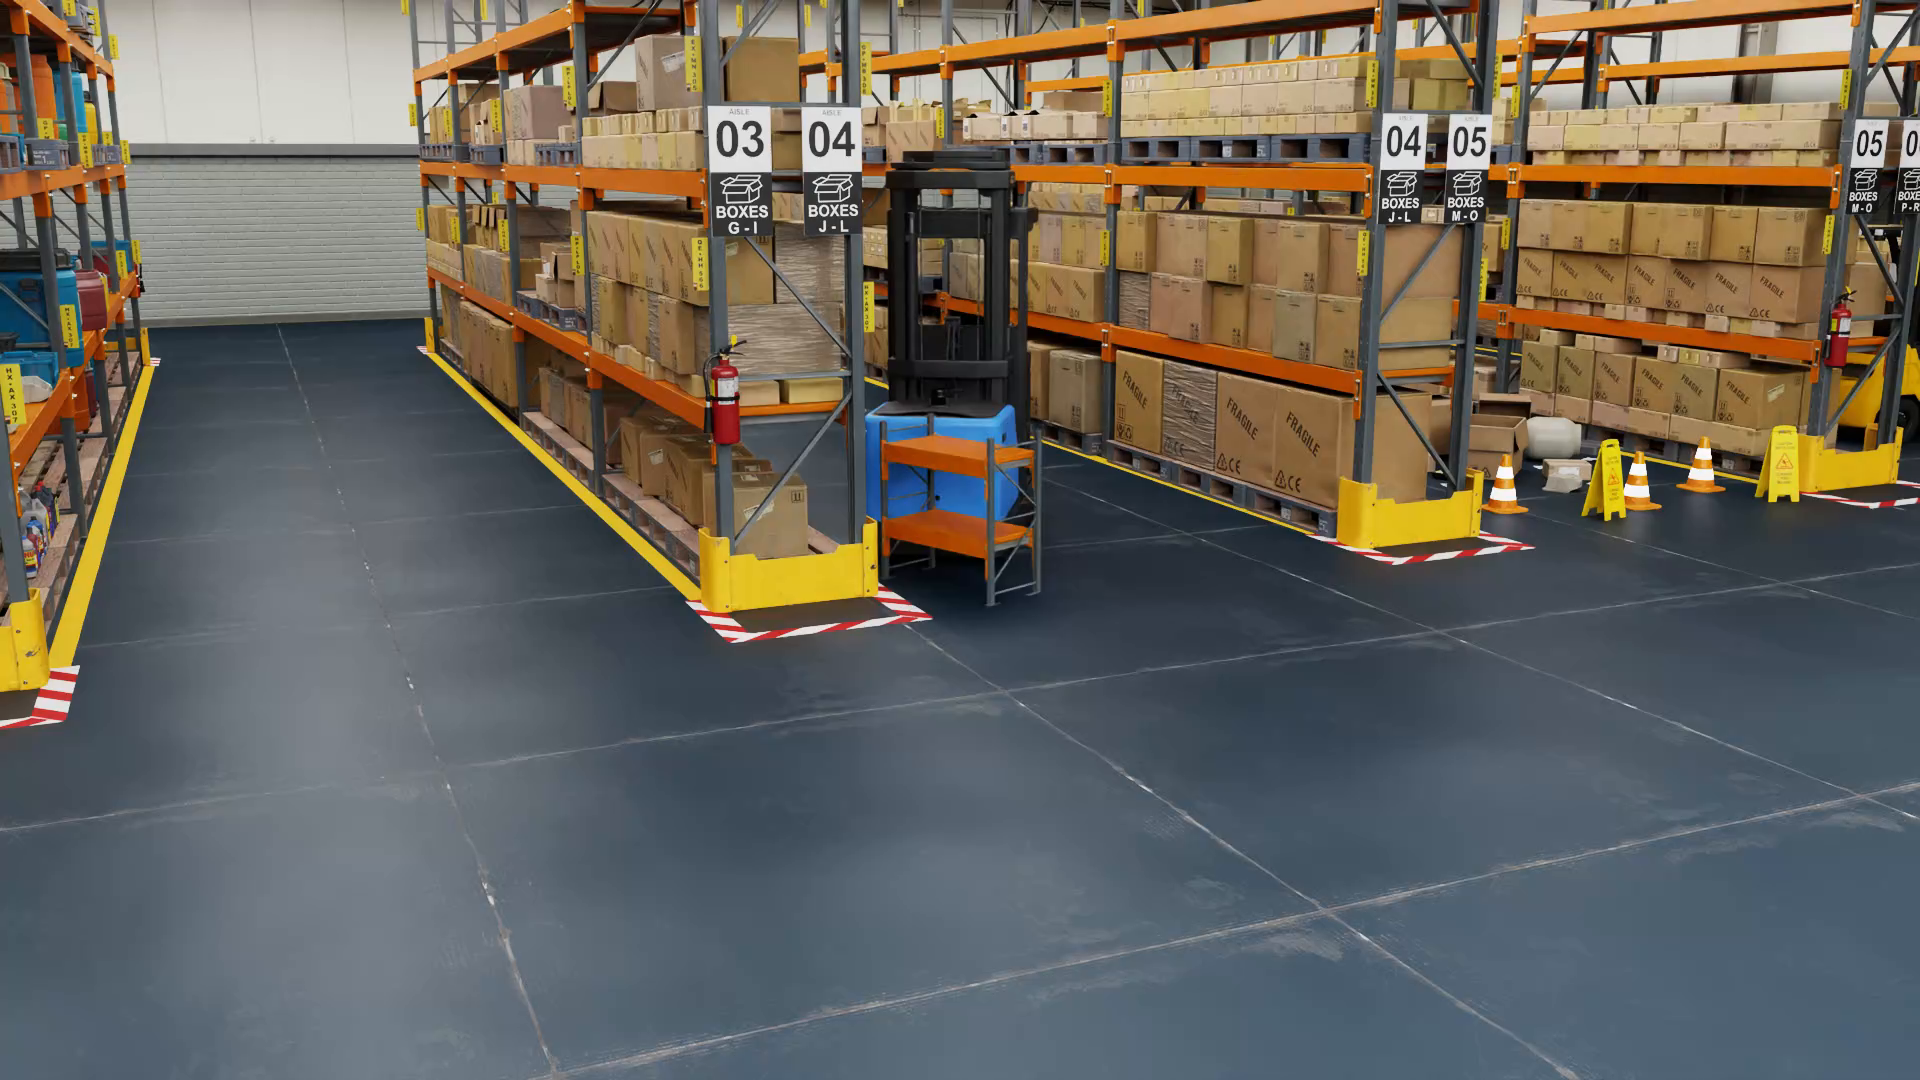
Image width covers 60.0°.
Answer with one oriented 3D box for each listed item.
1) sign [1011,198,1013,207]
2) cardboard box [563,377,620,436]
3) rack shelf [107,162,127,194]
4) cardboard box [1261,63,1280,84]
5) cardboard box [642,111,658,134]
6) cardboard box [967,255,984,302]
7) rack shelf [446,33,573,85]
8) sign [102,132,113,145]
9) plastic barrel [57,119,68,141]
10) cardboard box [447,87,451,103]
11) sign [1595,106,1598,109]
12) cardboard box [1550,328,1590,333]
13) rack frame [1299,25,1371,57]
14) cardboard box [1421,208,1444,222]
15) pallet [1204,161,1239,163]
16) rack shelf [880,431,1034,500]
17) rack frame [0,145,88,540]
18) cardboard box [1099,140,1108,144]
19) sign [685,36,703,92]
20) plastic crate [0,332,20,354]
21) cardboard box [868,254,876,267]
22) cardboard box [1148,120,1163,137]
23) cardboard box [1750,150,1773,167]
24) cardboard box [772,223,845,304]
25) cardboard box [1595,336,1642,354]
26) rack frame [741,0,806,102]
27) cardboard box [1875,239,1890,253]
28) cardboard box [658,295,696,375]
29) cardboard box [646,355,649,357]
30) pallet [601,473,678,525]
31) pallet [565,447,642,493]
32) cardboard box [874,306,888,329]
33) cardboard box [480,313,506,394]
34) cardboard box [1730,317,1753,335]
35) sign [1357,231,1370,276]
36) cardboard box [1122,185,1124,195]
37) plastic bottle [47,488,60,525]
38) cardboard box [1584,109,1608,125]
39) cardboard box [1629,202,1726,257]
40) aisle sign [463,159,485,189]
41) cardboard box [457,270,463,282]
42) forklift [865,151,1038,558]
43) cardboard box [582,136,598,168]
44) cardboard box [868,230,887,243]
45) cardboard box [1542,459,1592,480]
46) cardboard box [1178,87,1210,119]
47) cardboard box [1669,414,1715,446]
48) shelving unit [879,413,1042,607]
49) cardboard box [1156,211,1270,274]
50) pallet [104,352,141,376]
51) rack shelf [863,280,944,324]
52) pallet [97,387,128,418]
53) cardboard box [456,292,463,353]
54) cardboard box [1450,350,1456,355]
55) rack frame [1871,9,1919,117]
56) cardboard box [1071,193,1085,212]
[{"bbox_3d":[1.133,-7.018,34.707,0.339,0.242,0.001,-6,14,-23],"label":"sign"},{"bbox_3d":[-3.558,-1.337,16.563,0.700,0.500,0.500,-4,14,-18],"label":"cardboard box"},{"bbox_3d":[-11.254,-4.610,21.080,1.077,0.370,4.000,-6,14,-23],"label":"rack shelf"},{"bbox_3d":[2.627,-3.711,13.235,0.380,0.149,0.250,-6,14,-23],"label":"cardboard box"},{"bbox_3d":[-2.019,-2.936,11.697,0.380,0.149,0.250,-6,15,-26],"label":"cardboard box"},{"bbox_3d":[0.412,-2.961,18.790,0.500,0.500,0.500,-6,14,-24],"label":"cardboard box"},{"bbox_3d":[-5.113,-5.498,19.150,1.077,0.370,4.000,-6,14,-23],"label":"rack shelf"},{"bbox_3d":[-9.948,-4.601,19.426,0.100,0.325,0.005,-6,14,-23],"label":"sign"},{"bbox_3d":[-9.064,-4.090,16.649,0.294,0.245,0.294,0,13,0],"label":"plastic barrel"},{"bbox_3d":[-6.717,-6.071,22.756,0.500,0.250,0.500,-6,14,-25],"label":"cardboard box"},{"bbox_3d":[6.865,-4.540,18.033,0.100,0.325,0.005,-6,14,-23],"label":"sign"},{"bbox_3d":[8.948,-3.106,24.251,0.500,0.500,0.500,-5,14,-21],"label":"cardboard box"},{"bbox_3d":[4.768,-6.525,21.106,1.000,3.000,0.127,-6,14,-23],"label":"rack frame"},{"bbox_3d":[5.559,-3.761,19.216,0.380,0.149,0.250,-6,14,-25],"label":"cardboard box"},{"bbox_3d":[4.011,-5.331,23.016,1.003,0.211,1.213,-5,14,-20],"label":"pallet"},{"bbox_3d":[-0.004,-0.513,11.291,1.000,0.278,0.538,12,18,43],"label":"rack shelf"},{"bbox_3d":[-7.248,-1.433,12.411,1.000,3.000,0.127,-6,14,-23],"label":"rack frame"},{"bbox_3d":[2.596,-6.469,26.135,0.797,0.503,0.637,-4,14,-19],"label":"cardboard box"},{"bbox_3d":[-1.624,-2.901,10.136,0.100,0.325,0.005,-6,14,-23],"label":"sign"},{"bbox_3d":[-7.155,-1.284,11.901,0.767,0.338,0.504,-6,14,-23],"label":"plastic crate"},{"bbox_3d":[-0.967,-3.598,21.391,0.380,0.149,0.250,-6,14,-26],"label":"cardboard box"},{"bbox_3d":[1.914,-3.689,14.909,0.380,0.149,0.250,-6,14,-23],"label":"cardboard box"},{"bbox_3d":[7.369,-3.443,15.000,0.380,0.149,0.250,-5,14,-21],"label":"cardboard box"},{"bbox_3d":[-1.078,-1.873,11.213,0.500,0.500,0.500,-6,14,-23],"label":"cardboard box"},{"bbox_3d":[6.673,-1.983,16.852,0.380,0.149,0.250,-5,14,-20],"label":"cardboard box"},{"bbox_3d":[-2.931,-7.710,26.225,1.000,3.000,0.127,-6,14,-23],"label":"rack frame"},{"bbox_3d":[10.909,-3.447,19.450,0.380,0.149,0.250,-5,14,-22],"label":"cardboard box"},{"bbox_3d":[-1.613,-1.457,11.630,0.875,0.500,0.500,-6,14,-23],"label":"cardboard box"},{"bbox_3d":[-2.144,-1.331,12.524,0.380,0.149,0.250,-6,14,-23],"label":"cardboard box"},{"bbox_3d":[-2.408,-0.387,14.073,1.003,0.211,1.213,-6,14,-23],"label":"pallet"},{"bbox_3d":[-3.023,-0.683,15.353,1.003,0.211,1.213,-6,14,-23],"label":"pallet"},{"bbox_3d":[-0.859,-2.921,21.786,0.500,0.250,0.500,-5,14,-21],"label":"cardboard box"},{"bbox_3d":[-4.919,-2.206,19.530,1.225,0.875,0.875,-6,14,-23],"label":"cardboard box"},{"bbox_3d":[7.341,-1.982,15.339,0.380,0.149,0.250,-6,14,-24],"label":"cardboard box"},{"bbox_3d":[2.975,-2.115,12.262,0.100,0.325,0.005,-6,14,-23],"label":"sign"},{"bbox_3d":[2.654,-5.432,25.810,0.380,0.149,0.250,-6,14,-23],"label":"cardboard box"},{"bbox_3d":[-6.753,-0.255,12.367,0.061,0.283,0.133,-5,14,-20],"label":"plastic bottle"},{"bbox_3d":[6.507,-4.246,16.698,0.380,0.149,0.250,-6,14,-23],"label":"cardboard box"},{"bbox_3d":[7.001,-3.033,16.223,0.700,0.500,0.500,-6,14,-23],"label":"cardboard box"},{"bbox_3d":[-7.270,-5.669,24.944,0.394,0.787,0.004,-6,14,-23],"label":"aisle sign"},{"bbox_3d":[-6.337,-3.445,21.658,0.380,0.149,0.250,-6,14,-23],"label":"cardboard box"},{"bbox_3d":[0.022,-1.580,13.198,1.130,2.935,3.031,2,13,9],"label":"forklift"},{"bbox_3d":[-2.764,-3.153,13.521,0.500,0.250,0.500,-6,14,-25],"label":"cardboard box"},{"bbox_3d":[-0.963,-3.887,21.320,0.380,0.149,0.250,-5,14,-21],"label":"cardboard box"},{"bbox_3d":[5.597,-0.649,15.343,0.380,0.149,0.250,1,13,6],"label":"cardboard box"},{"bbox_3d":[2.221,-3.760,14.330,0.500,0.250,0.500,-6,14,-24],"label":"cardboard box"},{"bbox_3d":[7.202,-1.065,15.985,0.500,0.250,0.500,-6,14,-23],"label":"cardboard box"},{"bbox_3d":[-0.003,-0.228,11.357,1.048,1.125,0.538,12,18,43],"label":"shelving unit"},{"bbox_3d":[2.319,-2.725,15.262,0.875,0.550,0.550,-6,14,-23],"label":"cardboard box"},{"bbox_3d":[-11.760,-2.380,22.686,1.003,0.211,1.213,-6,14,-23],"label":"pallet"},{"bbox_3d":[-0.528,-3.197,21.626,1.077,0.370,4.000,-6,14,-23],"label":"rack shelf"},{"bbox_3d":[-10.182,-1.565,19.162,1.003,0.211,1.213,-6,14,-23],"label":"pallet"},{"bbox_3d":[-6.466,-3.033,23.101,0.875,0.875,0.875,-6,14,-23],"label":"cardboard box"},{"bbox_3d":[5.587,-2.100,20.188,0.950,0.372,0.625,-5,14,-21],"label":"cardboard box"},{"bbox_3d":[10.917,-6.148,19.475,1.000,3.000,0.127,-6,14,-23],"label":"rack frame"},{"bbox_3d":[2.122,-5.351,26.900,0.500,0.500,0.500,-6,14,-23],"label":"cardboard box"}]
